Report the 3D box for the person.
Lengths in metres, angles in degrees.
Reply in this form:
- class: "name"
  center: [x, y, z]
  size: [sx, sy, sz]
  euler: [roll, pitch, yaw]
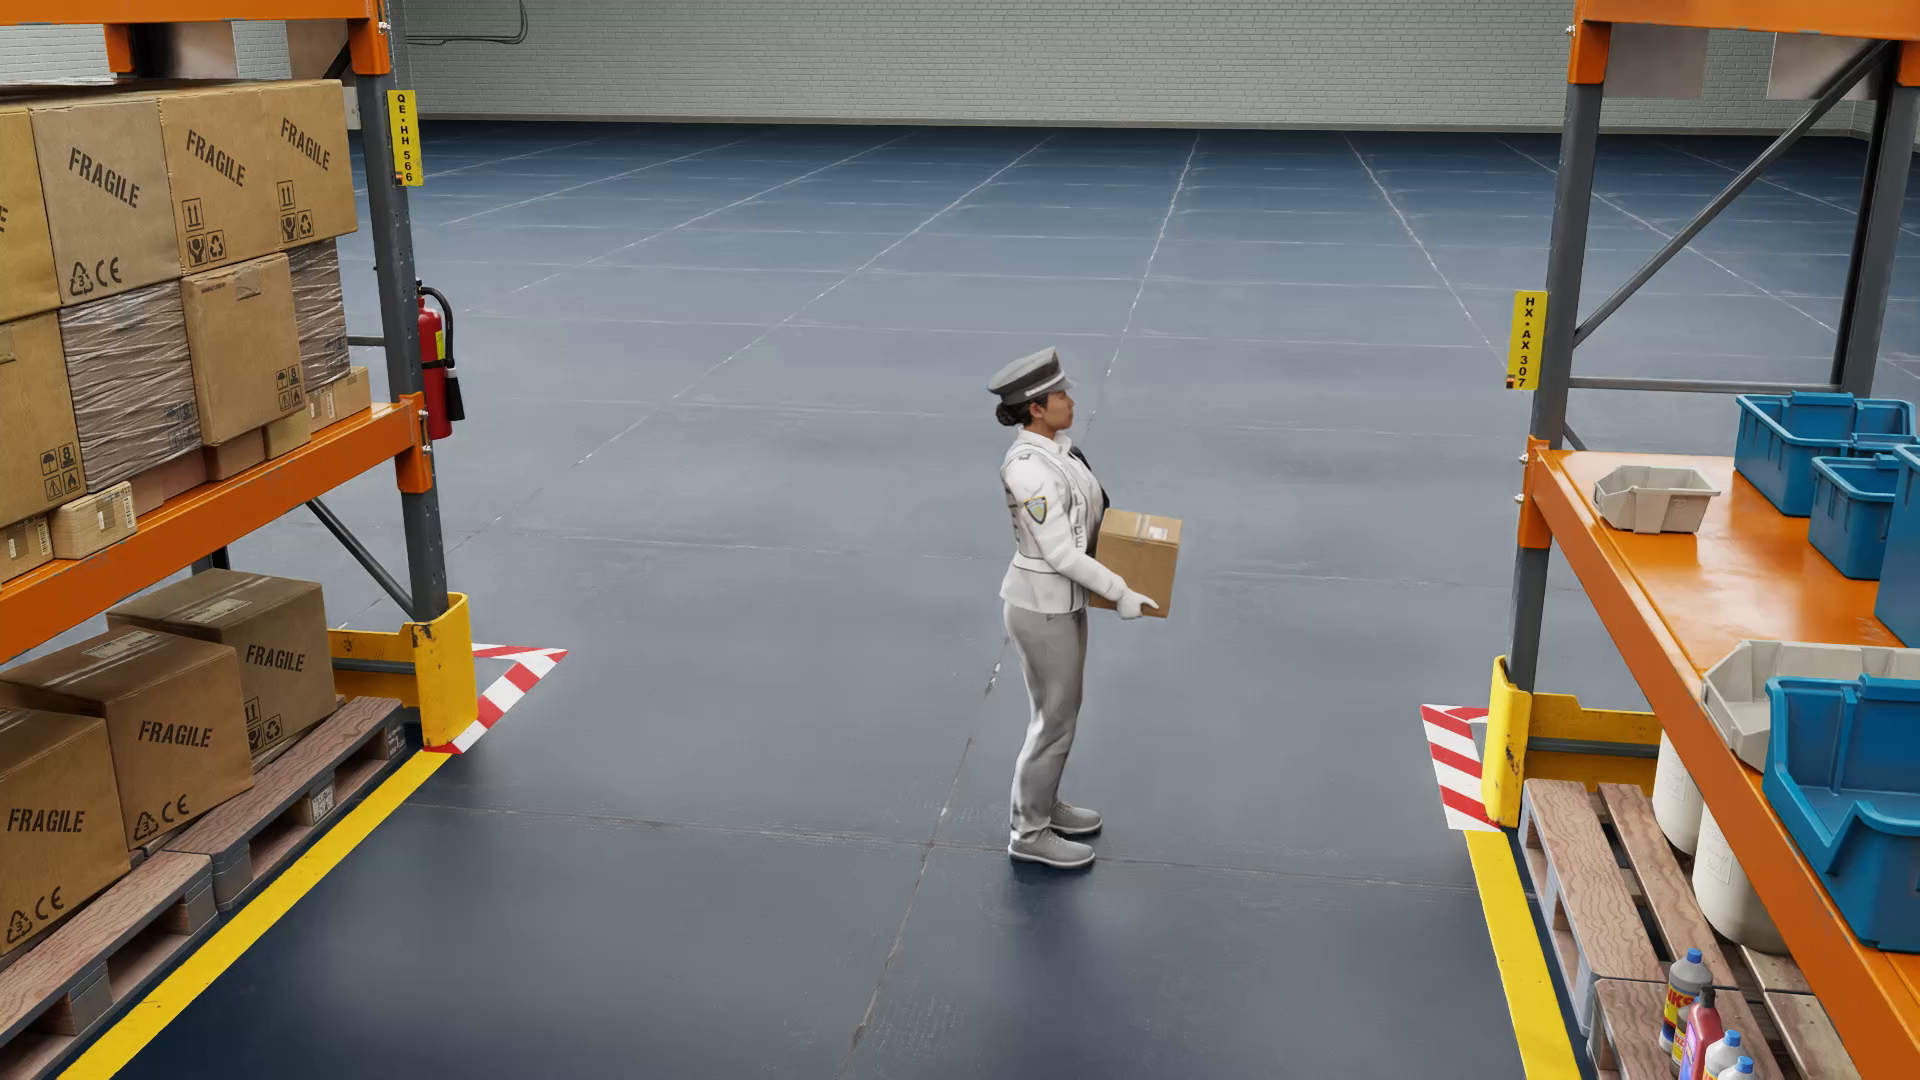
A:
- class: "person"
  center: [0.360, 0.217, 5.346]
  size: [0.564, 1.686, 0.460]
  euler: [3, 18, 9]
